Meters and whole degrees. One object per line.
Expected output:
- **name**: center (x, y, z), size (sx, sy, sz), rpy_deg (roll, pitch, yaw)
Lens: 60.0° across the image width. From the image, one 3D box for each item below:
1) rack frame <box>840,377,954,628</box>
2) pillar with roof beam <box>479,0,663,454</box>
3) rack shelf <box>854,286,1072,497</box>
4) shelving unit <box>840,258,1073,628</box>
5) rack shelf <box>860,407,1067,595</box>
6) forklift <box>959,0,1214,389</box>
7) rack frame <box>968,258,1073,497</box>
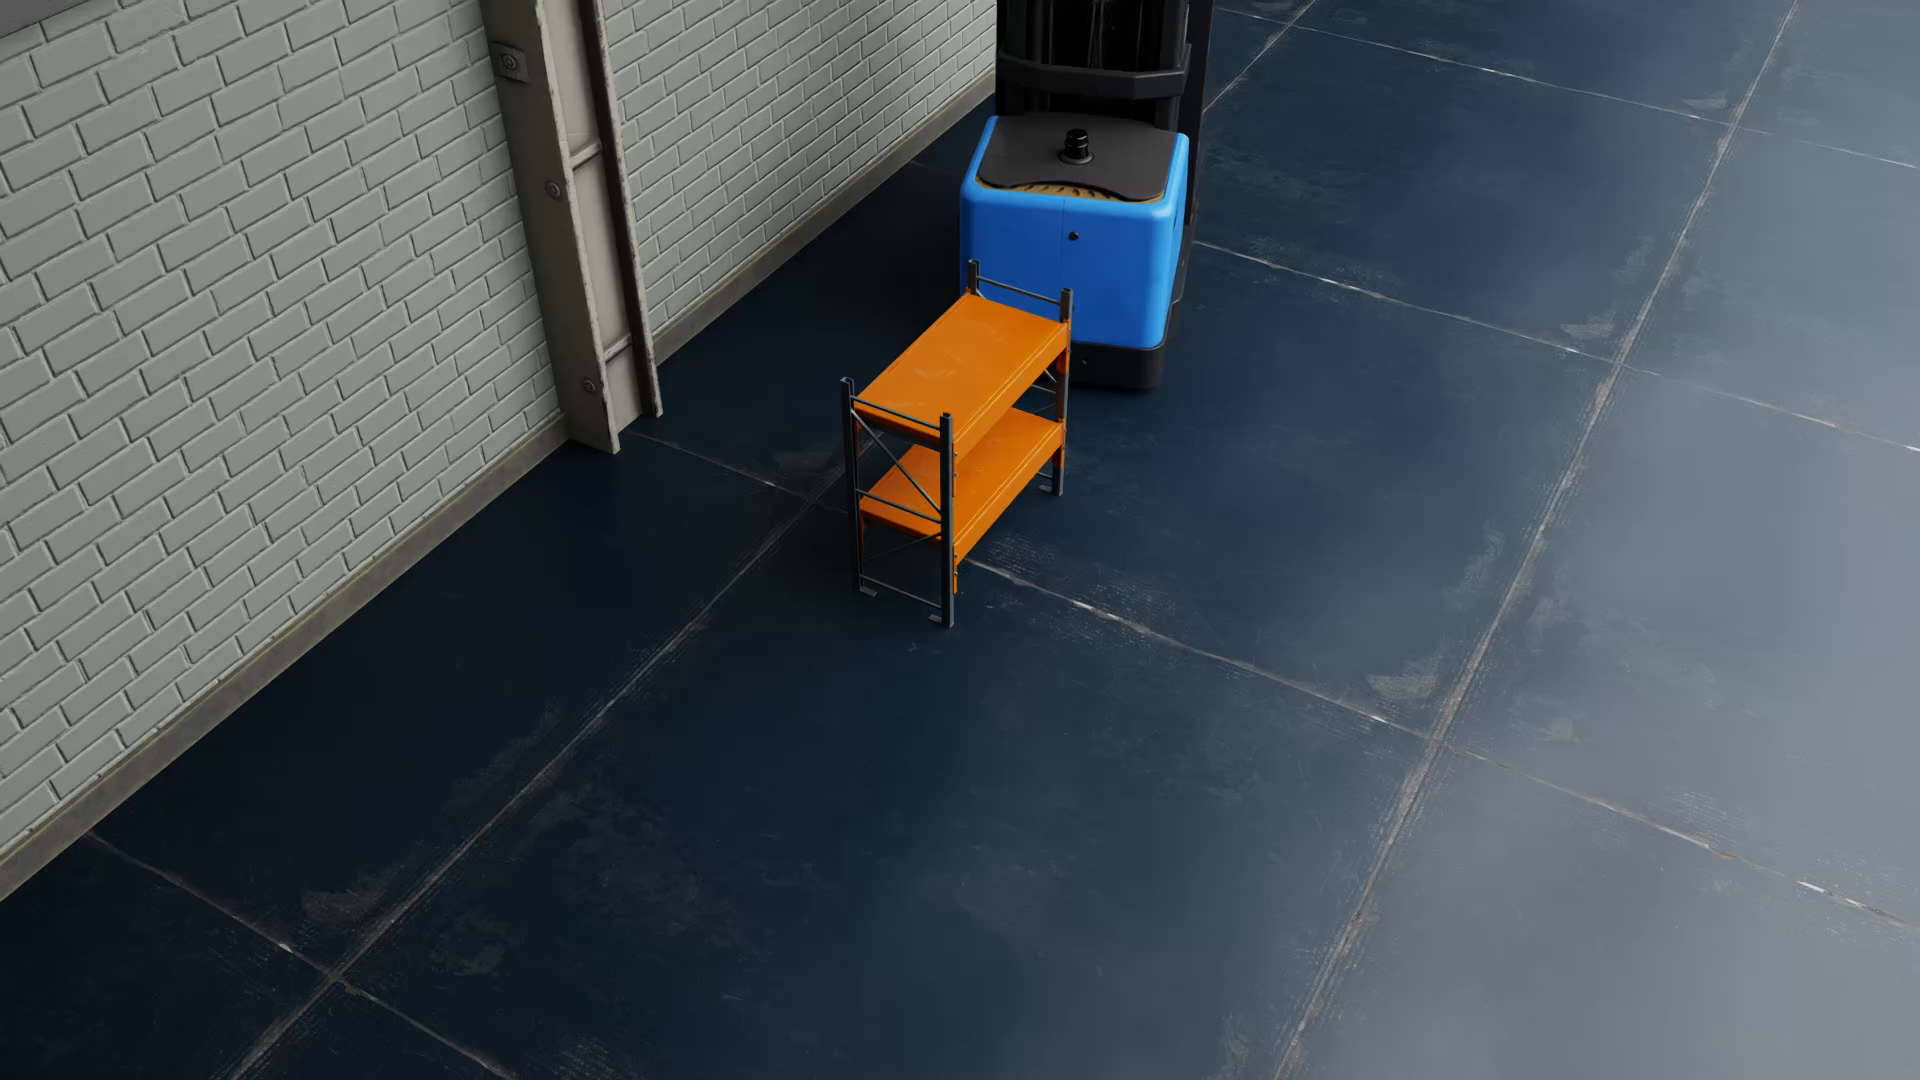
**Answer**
- **rack frame**: center (-0.251, -0.135, 6.868), size (0.500, 1.125, 0.032), rpy_deg (21, 45, 22)
- **pillar with roof beam**: center (2.019, -2.529, 3.629), size (9.100, 9.000, 0.400), rpy_deg (21, 45, 22)
- **rack shelf**: center (0.003, -0.646, 7.005), size (0.538, 0.278, 1.000), rpy_deg (21, 45, 22)
- **shelving unit**: center (0.003, -0.426, 7.198), size (0.538, 1.125, 1.048), rpy_deg (21, 45, 22)
- **rack shelf**: center (0.003, -0.243, 7.360), size (0.538, 0.278, 1.000), rpy_deg (21, 45, 22)
- **forklift**: center (0.776, -2.835, 8.567), size (1.130, 2.935, 3.031), rpy_deg (8, 42, 8)
- **rack frame**: center (0.258, -0.717, 7.528), size (0.500, 1.125, 0.032), rpy_deg (21, 45, 22)
